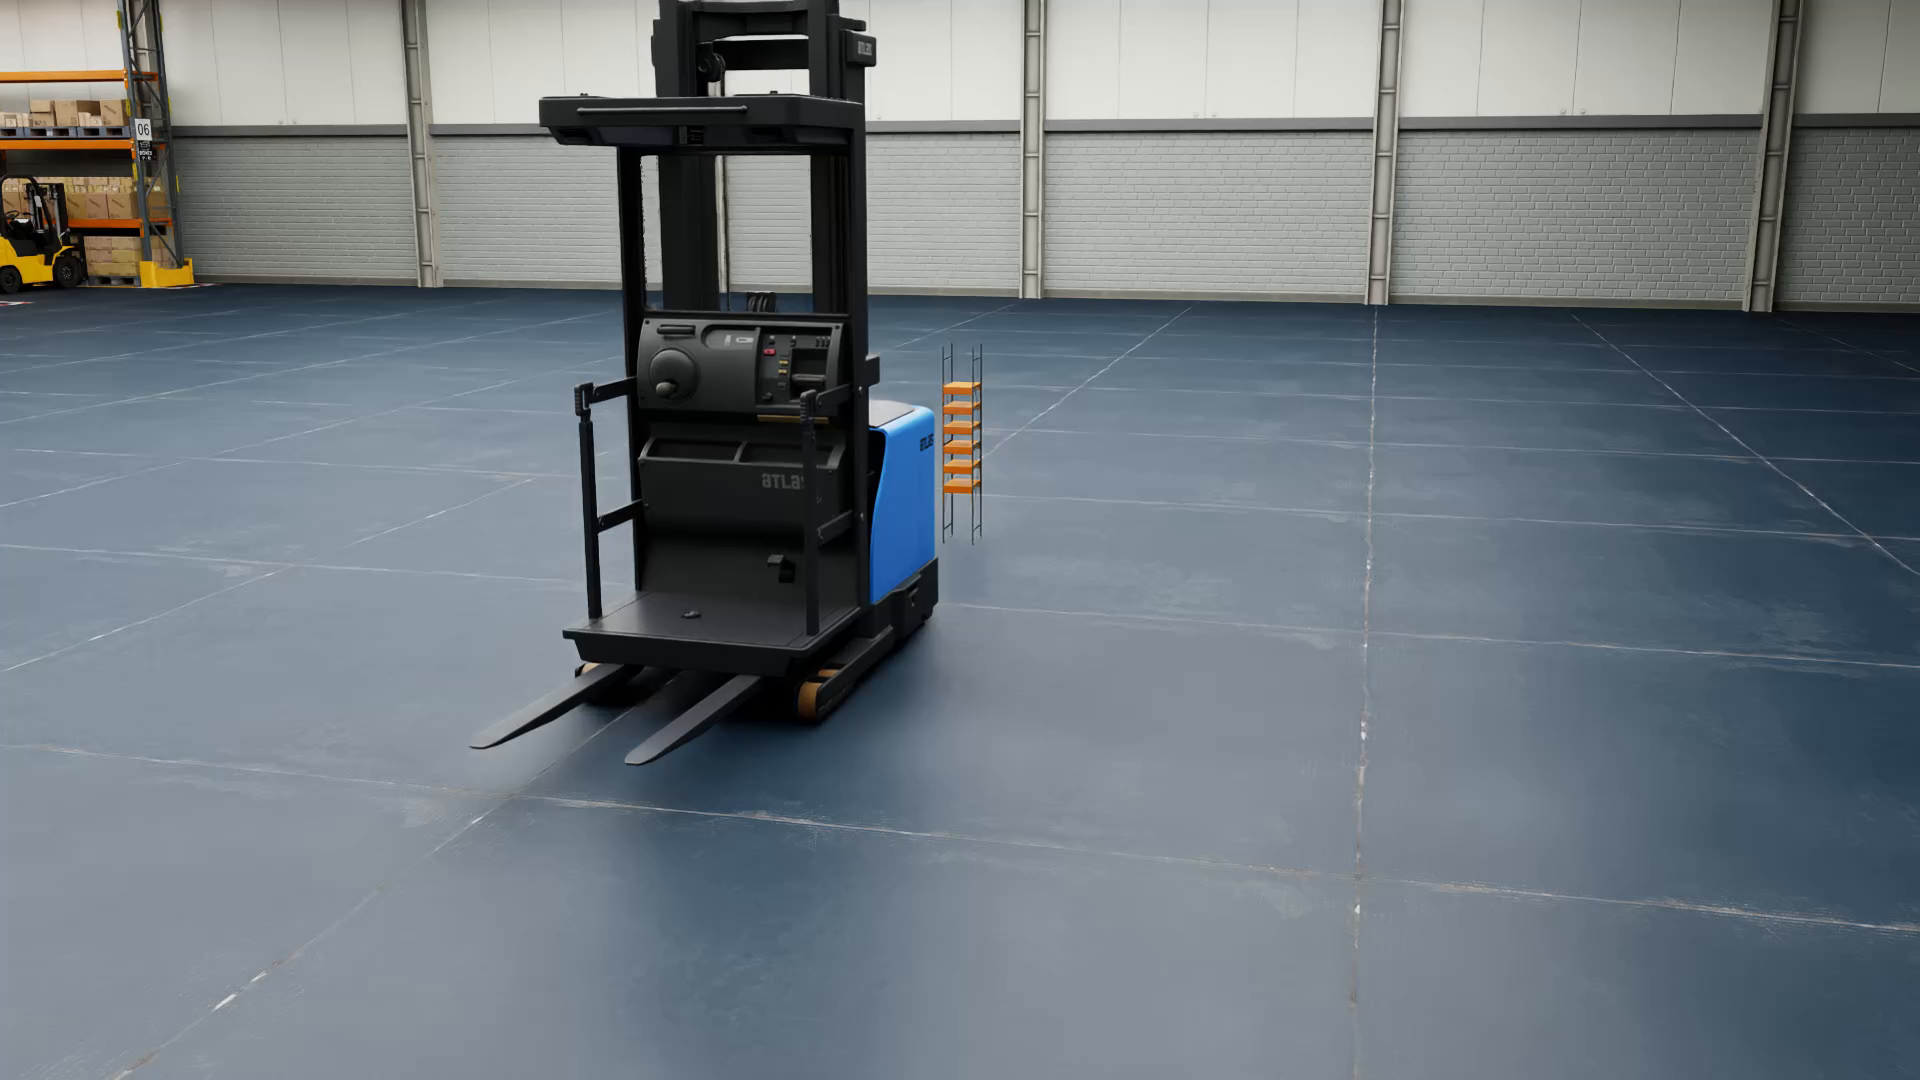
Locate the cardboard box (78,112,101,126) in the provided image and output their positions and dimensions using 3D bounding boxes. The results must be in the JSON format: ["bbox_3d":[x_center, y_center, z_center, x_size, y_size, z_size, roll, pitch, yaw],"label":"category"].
[{"bbox_3d":[-16.856,-8.159,32.269,0.258,0.266,0.396,3,13,14],"label":"cardboard box"}]

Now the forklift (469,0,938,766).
[{"bbox_3d":[-1.008,-0.776,6.963,1.130,2.935,3.031,4,13,16],"label":"forklift"}]

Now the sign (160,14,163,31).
[{"bbox_3d":[-15.594,-10.093,32.427,0.005,0.325,0.100,3,13,14],"label":"sign"}]

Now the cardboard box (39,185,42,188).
[{"bbox_3d":[-18.134,-6.943,32.874,0.250,0.149,0.380,3,13,12],"label":"cardboard box"}]

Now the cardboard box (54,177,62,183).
[{"bbox_3d":[-17.622,-7.078,32.794,0.250,0.149,0.380,3,13,14],"label":"cardboard box"}]

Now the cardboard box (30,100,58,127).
[{"bbox_3d":[-17.750,-8.367,32.658,0.637,0.503,0.797,3,13,15],"label":"cardboard box"}]

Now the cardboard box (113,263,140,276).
[{"bbox_3d":[-16.265,-5.335,32.733,0.500,0.250,0.500,3,13,14],"label":"cardboard box"}]

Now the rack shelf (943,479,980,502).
[{"bbox_3d":[0.014,-0.307,10.162,0.180,0.103,0.258,3,13,14],"label":"rack shelf"}]

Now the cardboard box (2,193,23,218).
[{"bbox_3d":[-18.738,-6.669,33.138,0.500,0.500,0.500,3,13,15],"label":"cardboard box"}]

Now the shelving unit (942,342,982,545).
[{"bbox_3d":[0.014,-0.585,10.100,0.189,1.200,0.258,3,13,14],"label":"shelving unit"}]

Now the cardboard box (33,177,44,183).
[{"bbox_3d":[-18.108,-7.104,32.911,0.250,0.149,0.380,3,13,13],"label":"cardboard box"}]

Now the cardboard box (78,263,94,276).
[{"bbox_3d":[-17.229,-5.391,32.984,0.500,0.250,0.500,3,13,14],"label":"cardboard box"}]

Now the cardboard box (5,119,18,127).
[{"bbox_3d":[-18.507,-8.191,32.680,0.250,0.149,0.380,3,13,15],"label":"cardboard box"}]

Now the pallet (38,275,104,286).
[{"bbox_3d":[-17.666,-5.248,33.399,1.213,0.211,1.003,3,13,14],"label":"pallet"}]

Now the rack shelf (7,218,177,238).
[{"bbox_3d":[-17.674,-6.267,33.216,4.000,0.370,1.077,3,13,14],"label":"rack shelf"}]

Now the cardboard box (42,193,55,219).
[{"bbox_3d":[-17.763,-6.613,32.883,0.500,0.500,0.500,3,13,14],"label":"cardboard box"}]

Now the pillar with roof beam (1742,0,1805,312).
[{"bbox_3d":[11.902,-7.207,21.940,0.400,9.000,9.100,3,13,14],"label":"pillar with roof beam"}]

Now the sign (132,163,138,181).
[{"bbox_3d":[-15.876,-7.082,32.008,0.005,0.325,0.100,3,13,14],"label":"sign"}]

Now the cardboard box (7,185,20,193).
[{"bbox_3d":[-18.637,-6.966,32.980,0.250,0.149,0.380,3,13,15],"label":"cardboard box"}]

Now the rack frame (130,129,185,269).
[{"bbox_3d":[-15.733,-6.514,32.671,0.127,3.000,1.000,3,13,14],"label":"rack frame"}]

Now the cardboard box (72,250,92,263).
[{"bbox_3d":[-17.271,-5.631,32.915,0.500,0.250,0.500,3,13,12],"label":"cardboard box"}]

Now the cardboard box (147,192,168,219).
[{"bbox_3d":[-16.147,-6.647,33.039,0.500,0.500,0.500,3,13,15],"label":"cardboard box"}]

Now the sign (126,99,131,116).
[{"bbox_3d":[-15.876,-8.259,31.747,0.005,0.325,0.100,3,13,14],"label":"sign"}]

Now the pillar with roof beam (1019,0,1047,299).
[{"bbox_3d":[0.251,-7.829,24.747,0.400,9.000,9.100,3,13,14],"label":"pillar with roof beam"}]

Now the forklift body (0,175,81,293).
[{"bbox_3d":[-18.011,-5.815,31.477,1.214,2.155,2.313,3,13,14],"label":"forklift body"}]

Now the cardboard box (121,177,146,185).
[{"bbox_3d":[-16.131,-6.999,32.441,0.250,0.149,0.380,3,13,14],"label":"cardboard box"}]

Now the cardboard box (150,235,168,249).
[{"bbox_3d":[-16.154,-5.930,33.106,0.500,0.250,0.500,3,13,13],"label":"cardboard box"}]

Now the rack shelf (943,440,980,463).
[{"bbox_3d":[0.014,-0.542,10.110,0.180,0.103,0.258,3,13,14],"label":"rack shelf"}]

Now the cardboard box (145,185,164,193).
[{"bbox_3d":[-16.000,-6.952,32.915,0.250,0.149,0.380,3,13,12],"label":"cardboard box"}]

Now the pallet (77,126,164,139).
[{"bbox_3d":[-16.413,-7.978,32.545,1.213,0.211,1.003,3,13,14],"label":"pallet"}]

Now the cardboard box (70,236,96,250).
[{"bbox_3d":[-17.244,-5.873,32.849,0.500,0.250,0.500,3,13,14],"label":"cardboard box"}]

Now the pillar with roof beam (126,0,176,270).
[{"bbox_3d":[-17.224,-8.764,28.957,0.400,9.000,9.100,3,13,14],"label":"pillar with roof beam"}]

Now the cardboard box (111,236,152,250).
[{"bbox_3d":[-16.255,-5.823,32.627,0.500,0.250,0.500,4,13,15],"label":"cardboard box"}]

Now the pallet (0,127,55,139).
[{"bbox_3d":[-18.782,-8.104,33.116,1.213,0.211,1.003,3,13,14],"label":"pallet"}]

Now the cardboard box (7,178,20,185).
[{"bbox_3d":[-18.627,-7.113,32.953,0.250,0.149,0.380,3,13,15],"label":"cardboard box"}]

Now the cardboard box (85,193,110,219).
[{"bbox_3d":[-16.775,-6.562,32.656,0.500,0.500,0.500,3,13,15],"label":"cardboard box"}]

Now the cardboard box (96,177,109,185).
[{"bbox_3d":[-16.638,-7.014,32.505,0.250,0.149,0.380,3,13,15],"label":"cardboard box"}]

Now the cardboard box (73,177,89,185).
[{"bbox_3d":[-17.142,-7.032,32.589,0.250,0.149,0.380,3,13,15],"label":"cardboard box"}]

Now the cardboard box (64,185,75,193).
[{"bbox_3d":[-17.388,-6.900,32.682,0.250,0.149,0.380,3,13,14],"label":"cardboard box"}]

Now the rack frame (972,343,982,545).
[{"bbox_3d":[0.103,-0.580,10.079,0.006,1.200,0.240,3,13,14],"label":"rack frame"}]

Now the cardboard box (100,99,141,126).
[{"bbox_3d":[-16.221,-8.253,32.151,0.500,0.500,0.500,3,13,15],"label":"cardboard box"}]

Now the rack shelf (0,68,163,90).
[{"bbox_3d":[-17.674,-9.000,32.610,4.000,0.370,1.077,3,13,14],"label":"rack shelf"}]

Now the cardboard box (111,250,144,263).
[{"bbox_3d":[-16.280,-5.581,32.686,0.500,0.250,0.500,3,13,13],"label":"cardboard box"}]

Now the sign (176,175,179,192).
[{"bbox_3d":[-15.594,-7.092,33.093,0.005,0.325,0.100,3,13,14],"label":"sign"}]

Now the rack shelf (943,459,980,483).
[{"bbox_3d":[0.014,-0.424,10.136,0.180,0.103,0.258,3,13,14],"label":"rack shelf"}]

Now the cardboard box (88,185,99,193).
[{"bbox_3d":[-16.867,-6.888,32.624,0.250,0.149,0.380,3,13,13],"label":"cardboard box"}]

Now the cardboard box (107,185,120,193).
[{"bbox_3d":[-16.392,-6.846,32.437,0.250,0.149,0.380,3,13,14],"label":"cardboard box"}]
